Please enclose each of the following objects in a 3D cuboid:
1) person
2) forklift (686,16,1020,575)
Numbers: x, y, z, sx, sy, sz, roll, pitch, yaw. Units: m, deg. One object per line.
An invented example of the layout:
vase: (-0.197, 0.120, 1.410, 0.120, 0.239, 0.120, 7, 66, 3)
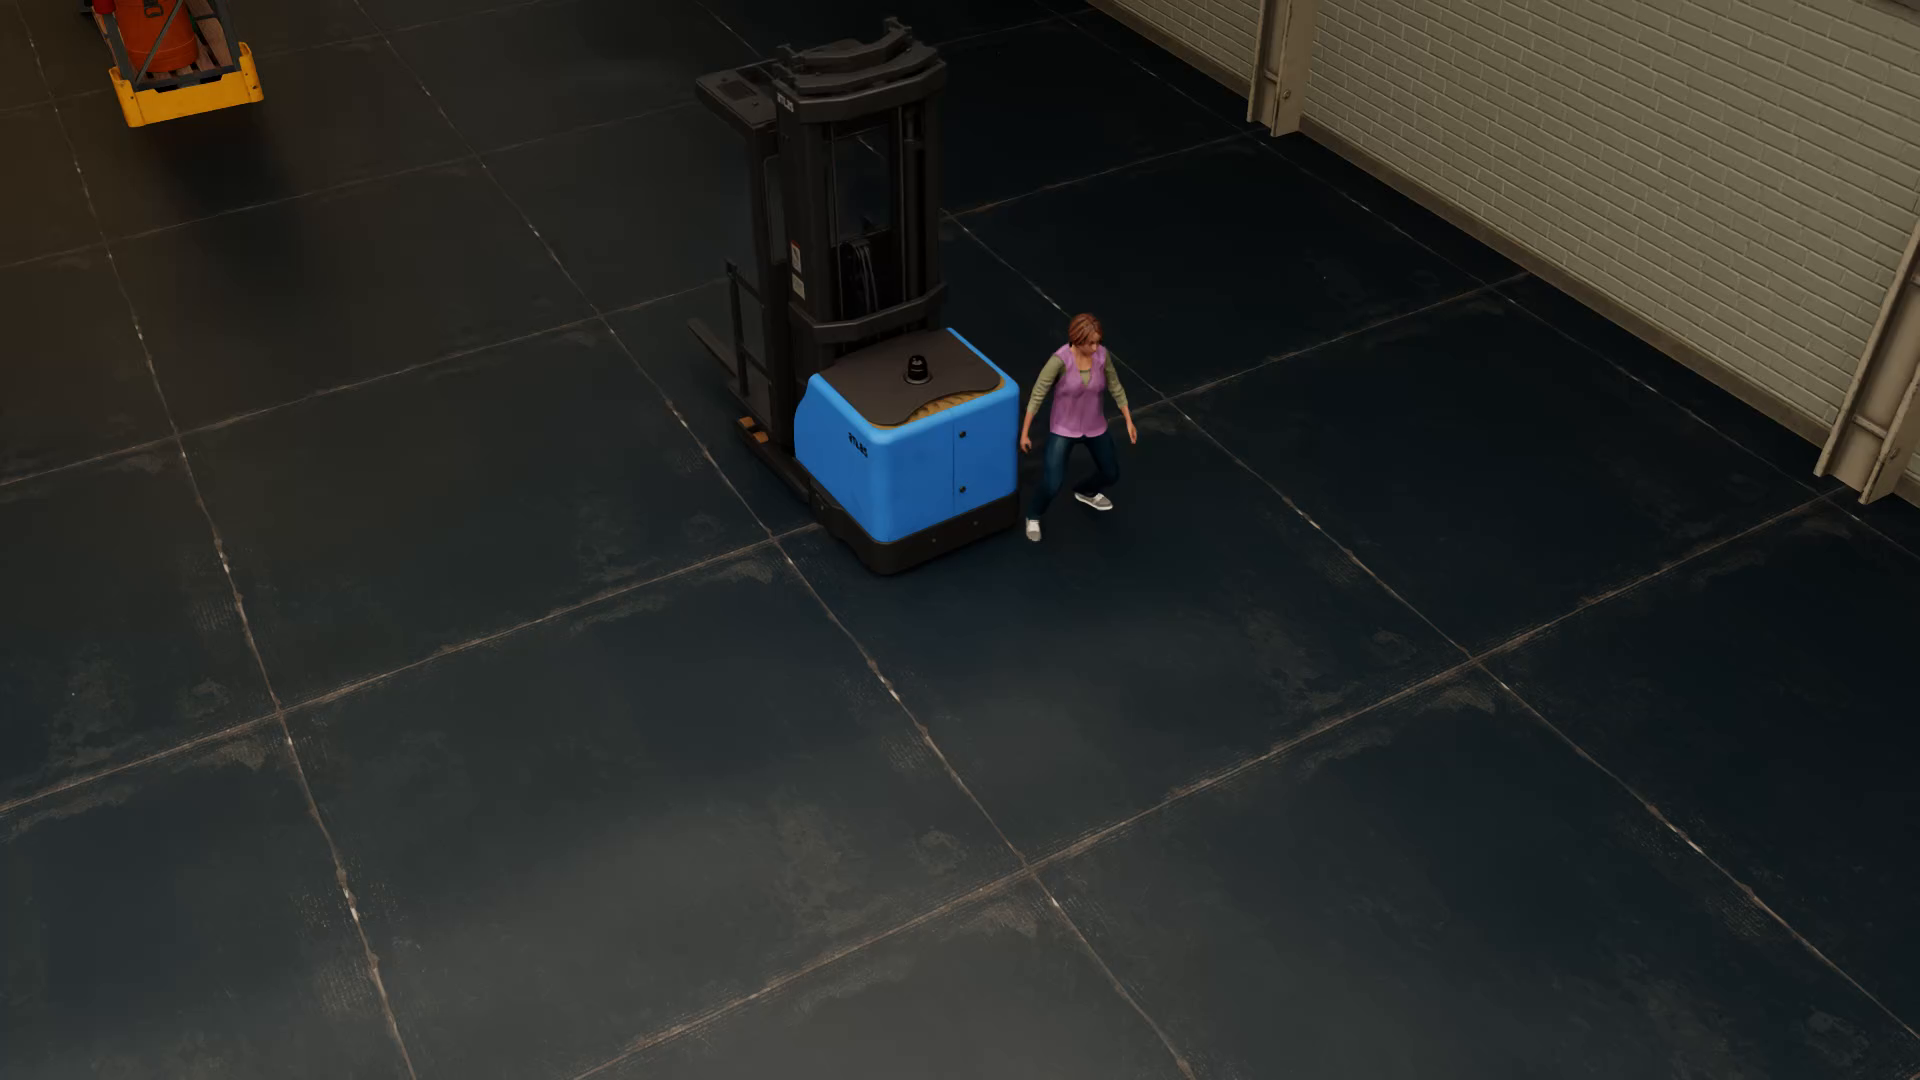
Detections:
person: (0.693, -0.679, 10.001, 0.710, 1.534, 0.459, -9, 41, -11)
forklift: (-0.854, -1.832, 10.245, 1.130, 2.935, 3.031, -22, 45, -25)
